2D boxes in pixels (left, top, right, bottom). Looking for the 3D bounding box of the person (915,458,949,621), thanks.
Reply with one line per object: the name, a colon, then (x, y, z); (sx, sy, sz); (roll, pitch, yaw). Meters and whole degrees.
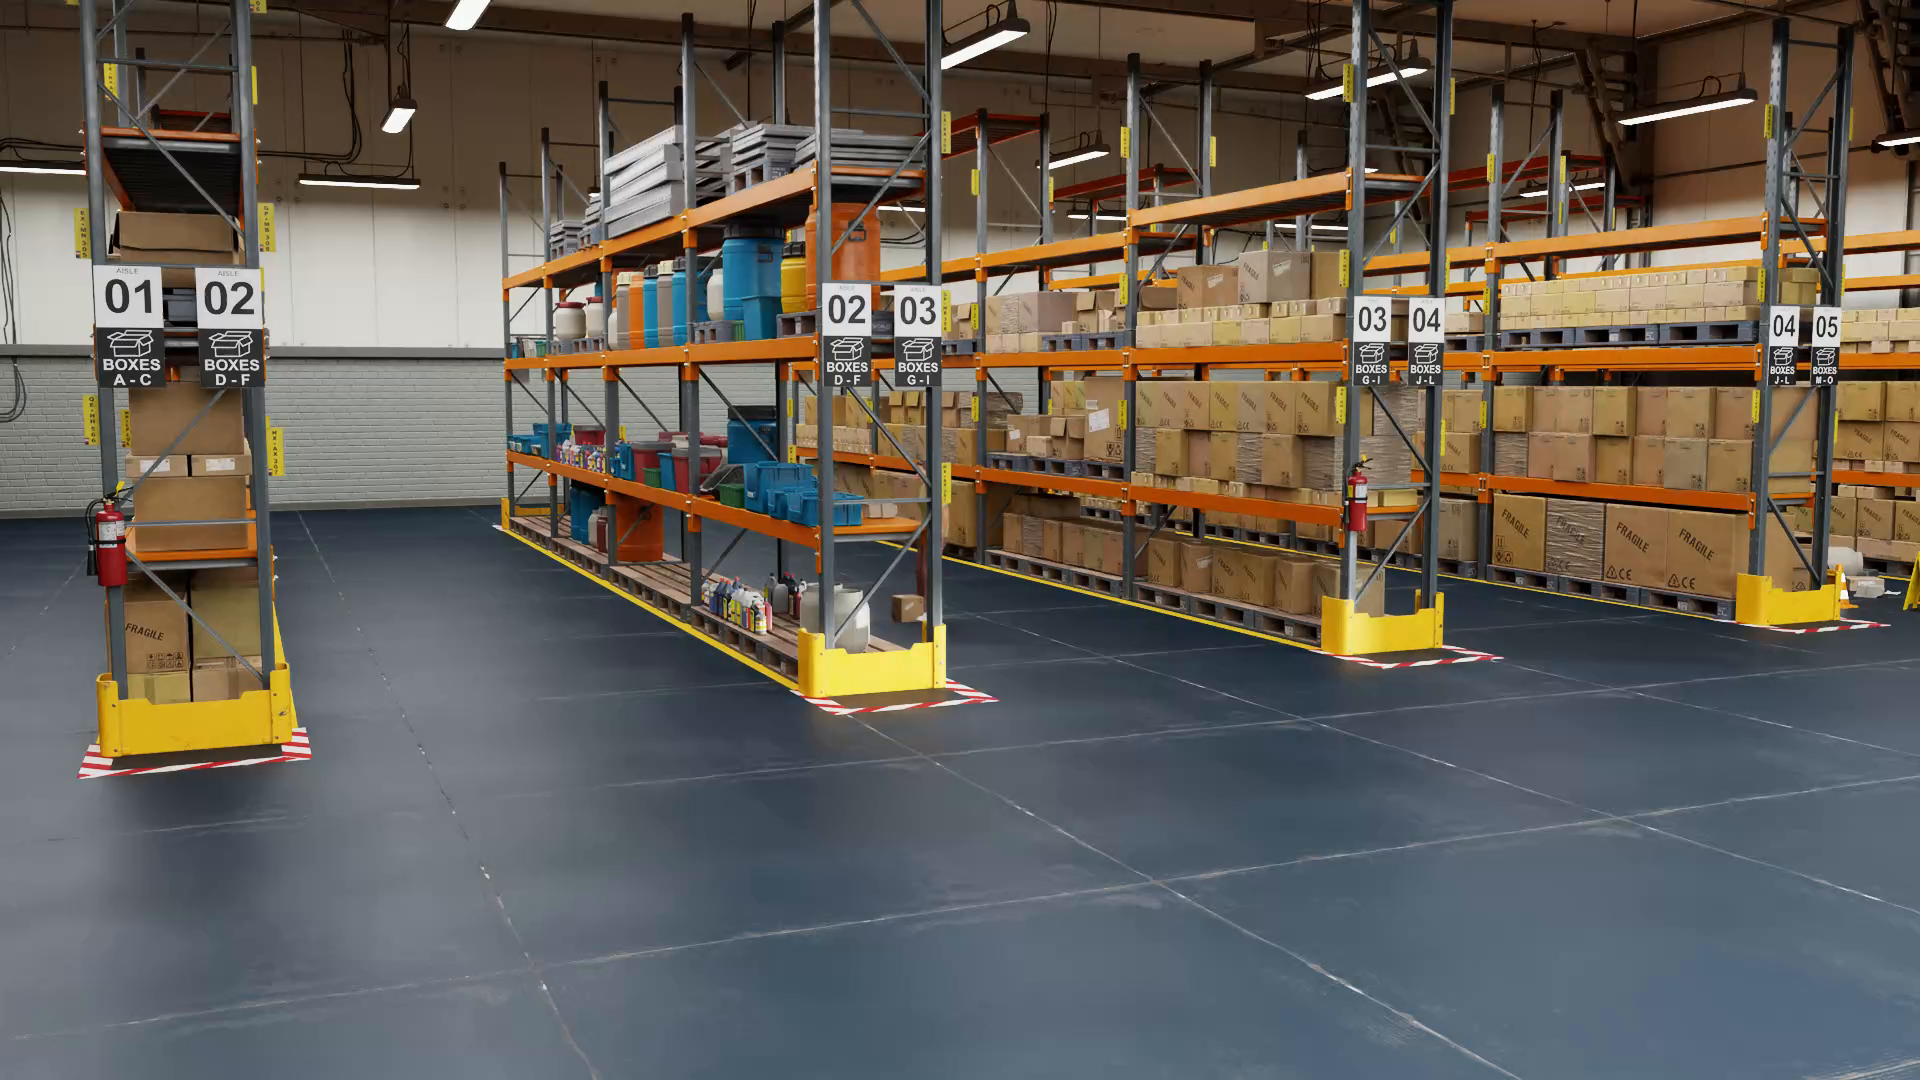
person: (-0.337, -0.015, 17.125); (0.416, 1.671, 0.506); (-3, 6, -26)
